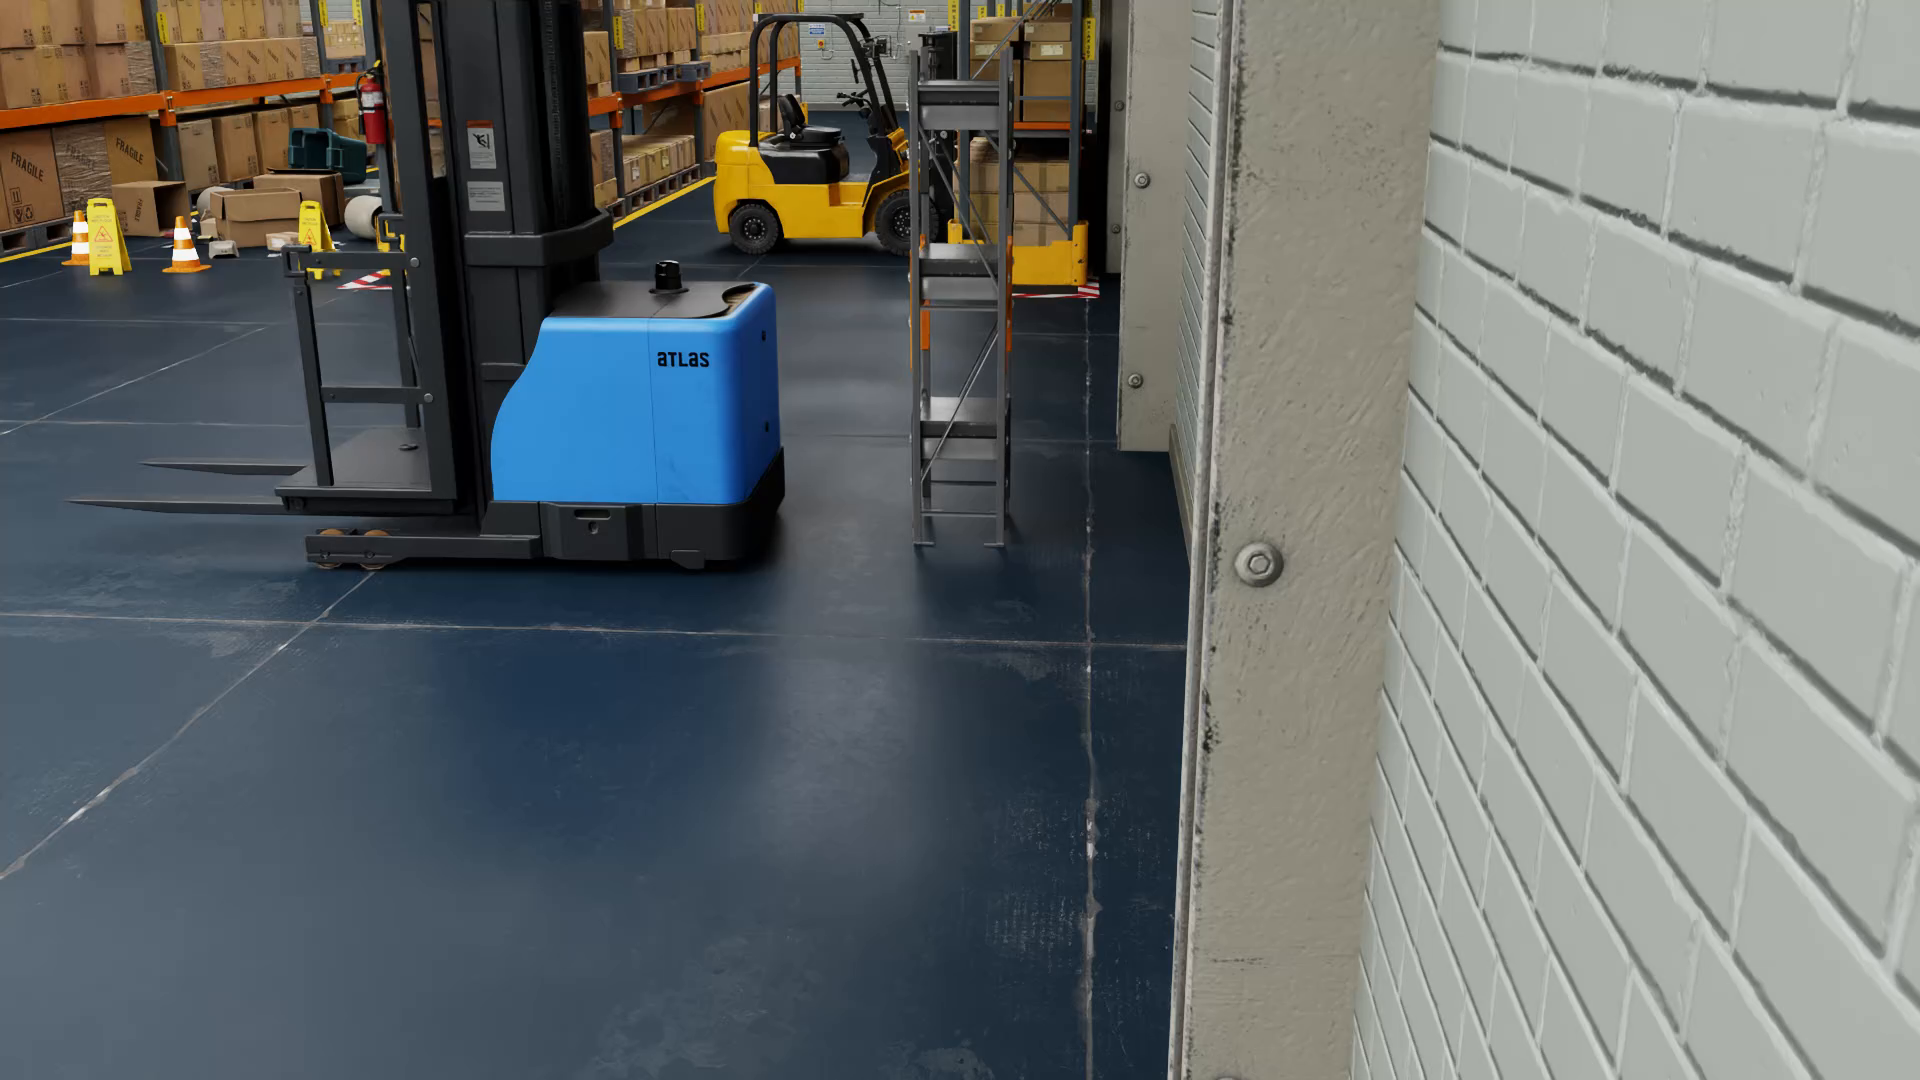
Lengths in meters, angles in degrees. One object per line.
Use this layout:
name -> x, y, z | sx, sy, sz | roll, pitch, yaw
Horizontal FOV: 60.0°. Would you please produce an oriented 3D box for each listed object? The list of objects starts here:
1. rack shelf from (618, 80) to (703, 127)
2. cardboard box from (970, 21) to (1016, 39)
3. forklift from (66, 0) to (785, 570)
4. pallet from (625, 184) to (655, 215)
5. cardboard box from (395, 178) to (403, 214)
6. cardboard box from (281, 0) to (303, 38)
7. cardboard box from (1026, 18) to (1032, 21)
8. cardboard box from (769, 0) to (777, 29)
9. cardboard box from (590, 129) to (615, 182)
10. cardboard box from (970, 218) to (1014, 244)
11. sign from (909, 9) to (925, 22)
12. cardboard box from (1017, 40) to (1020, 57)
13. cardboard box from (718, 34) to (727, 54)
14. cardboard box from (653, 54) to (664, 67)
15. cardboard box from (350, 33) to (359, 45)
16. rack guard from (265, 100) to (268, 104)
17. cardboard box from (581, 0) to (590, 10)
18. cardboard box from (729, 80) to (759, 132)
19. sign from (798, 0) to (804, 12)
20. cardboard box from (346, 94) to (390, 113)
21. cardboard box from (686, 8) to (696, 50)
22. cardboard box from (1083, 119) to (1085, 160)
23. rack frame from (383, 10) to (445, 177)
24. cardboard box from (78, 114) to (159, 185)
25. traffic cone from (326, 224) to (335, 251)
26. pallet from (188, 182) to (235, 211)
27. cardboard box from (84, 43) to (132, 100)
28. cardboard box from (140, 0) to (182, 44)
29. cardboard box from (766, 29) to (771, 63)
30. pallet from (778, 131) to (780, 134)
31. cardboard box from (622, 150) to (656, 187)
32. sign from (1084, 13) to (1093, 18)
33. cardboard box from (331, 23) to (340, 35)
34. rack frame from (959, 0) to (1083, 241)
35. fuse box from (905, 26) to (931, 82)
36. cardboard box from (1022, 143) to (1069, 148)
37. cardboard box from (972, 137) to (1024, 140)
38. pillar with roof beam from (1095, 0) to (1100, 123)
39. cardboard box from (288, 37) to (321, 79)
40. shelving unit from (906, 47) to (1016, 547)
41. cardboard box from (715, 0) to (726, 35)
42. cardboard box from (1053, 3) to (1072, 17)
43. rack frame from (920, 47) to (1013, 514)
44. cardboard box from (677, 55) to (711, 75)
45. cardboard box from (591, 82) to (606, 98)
rack shelf -> -4.029, -5.261, 19.816 | 1.077, 0.370, 4.000 | 1, 18, 4
cardboard box -> 0.286, -4.402, 14.359 | 0.380, 0.149, 0.250 | 2, 18, 5
forklift -> -2.361, -1.429, 7.076 | 3.031, 2.935, 1.130 | 1, 18, 3
pallet -> -4.118, -3.898, 18.980 | 1.003, 0.211, 1.213 | 1, 18, 4
cardboard box -> -5.606, -3.492, 17.274 | 0.500, 0.500, 0.500 | 17, 25, 41
cardboard box -> -8.872, -6.686, 21.245 | 0.700, 0.500, 0.500 | 1, 18, 4
cardboard box -> 0.522, -5.114, 16.532 | 0.380, 0.149, 0.250 | 1, 18, 3
cardboard box -> -3.233, -8.447, 26.617 | 0.500, 0.500, 0.500 | 2, 18, 5
cardboard box -> -3.947, -4.041, 17.475 | 0.500, 0.500, 0.500 | 1, 18, 3
cardboard box -> 0.211, -2.675, 14.512 | 0.500, 0.250, 0.500 | 1, 18, 4
sign -> -0.887, -10.826, 34.318 | 0.339, 0.242, 0.001 | 1, 18, 4
cardboard box -> 0.335, -4.335, 14.633 | 0.380, 0.149, 0.250 | 1, 18, 4
cardboard box -> -3.517, -6.857, 22.970 | 0.500, 0.250, 0.500 | 1, 18, 4
cardboard box -> -3.696, -5.630, 19.517 | 0.380, 0.149, 0.250 | 2, 18, 6
cardboard box -> -8.544, -6.915, 22.962 | 0.380, 0.149, 0.250 | 1, 18, 4
rack guard -> -13.195, -7.749, 30.269 | 1.175, 0.500, 0.348 | 1, 18, 4
cardboard box -> -4.328, -6.041, 18.687 | 0.380, 0.149, 0.250 | 1, 18, 2
cardboard box -> -3.563, -6.461, 25.063 | 0.875, 0.875, 0.875 | 2, 18, 6
sign -> -2.772, -9.355, 28.915 | 0.100, 0.325, 0.005 | 1, 18, 4
cardboard box -> -8.455, -6.190, 23.634 | 0.500, 0.250, 0.500 | 1, 18, 4
cardboard box -> -3.641, -6.465, 21.022 | 0.500, 0.500, 0.500 | 1, 18, 2
cardboard box -> 1.430, -5.402, 22.433 | 0.500, 0.500, 0.500 | 1, 18, 4
rack frame -> -4.456, -3.739, 14.016 | 0.949, 2.616, 0.053 | 1, 18, 4
cardboard box -> -9.232, -4.057, 17.723 | 0.875, 0.875, 0.875 | 2, 18, 5
traffic cone -> -5.715, -2.696, 14.907 | 0.336, 0.463, 0.334 | 1, 18, 4
pallet -> -9.137, -3.977, 19.220 | 1.003, 0.211, 1.213 | 1, 18, 4
cardboard box -> -9.148, -4.845, 17.153 | 0.875, 0.550, 0.550 | 1, 18, 4
cardboard box -> -9.087, -5.737, 18.349 | 0.700, 0.500, 0.500 | 1, 18, 3
cardboard box -> -3.264, -7.810, 26.279 | 0.500, 0.500, 0.500 | 1, 18, 4
pallet -> -3.466, -6.375, 26.540 | 1.003, 0.211, 1.213 | 1, 18, 4
cardboard box -> -4.089, -4.318, 19.331 | 0.950, 0.372, 0.625 | 2, 18, 7
sign -> 1.333, -5.309, 17.290 | 0.100, 0.325, 0.005 | 1, 18, 4
cardboard box -> -8.587, -6.888, 22.402 | 0.380, 0.149, 0.250 | 1, 18, 2
rack frame -> 0.492, -3.629, 13.682 | 1.000, 3.000, 0.127 | 1, 18, 4
fuse box -> -0.846, -9.756, 34.447 | 0.539, 1.711, 0.414 | 1, 18, 4
cardboard box -> 0.838, -3.612, 15.764 | 0.500, 0.250, 0.500 | 1, 18, 3
cardboard box -> 0.384, -3.938, 16.759 | 0.500, 0.250, 0.500 | 1, 18, 4
pillar with roof beam -> -1.562, -12.363, 30.701 | 9.100, 9.000, 0.400 | 1, 18, 4
cardboard box -> -8.595, -6.204, 21.380 | 0.500, 0.500, 0.500 | 1, 18, 4
shelving unit -> 0.012, -1.049, 7.253 | 0.431, 2.100, 0.503 | 1, 18, 4
cardboard box -> -3.528, -7.209, 22.839 | 0.500, 0.500, 0.500 | 2, 18, 5
cardboard box -> 1.725, -8.239, 26.310 | 0.500, 0.500, 0.500 | 1, 18, 2
rack frame -> 0.029, -1.125, 7.484 | 0.400, 2.100, 0.015 | 1, 18, 4
cardboard box -> -3.600, -6.299, 22.069 | 0.500, 0.250, 0.500 | 1, 18, 3
cardboard box -> -3.902, -4.678, 17.285 | 0.380, 0.149, 0.250 | 2, 18, 5
